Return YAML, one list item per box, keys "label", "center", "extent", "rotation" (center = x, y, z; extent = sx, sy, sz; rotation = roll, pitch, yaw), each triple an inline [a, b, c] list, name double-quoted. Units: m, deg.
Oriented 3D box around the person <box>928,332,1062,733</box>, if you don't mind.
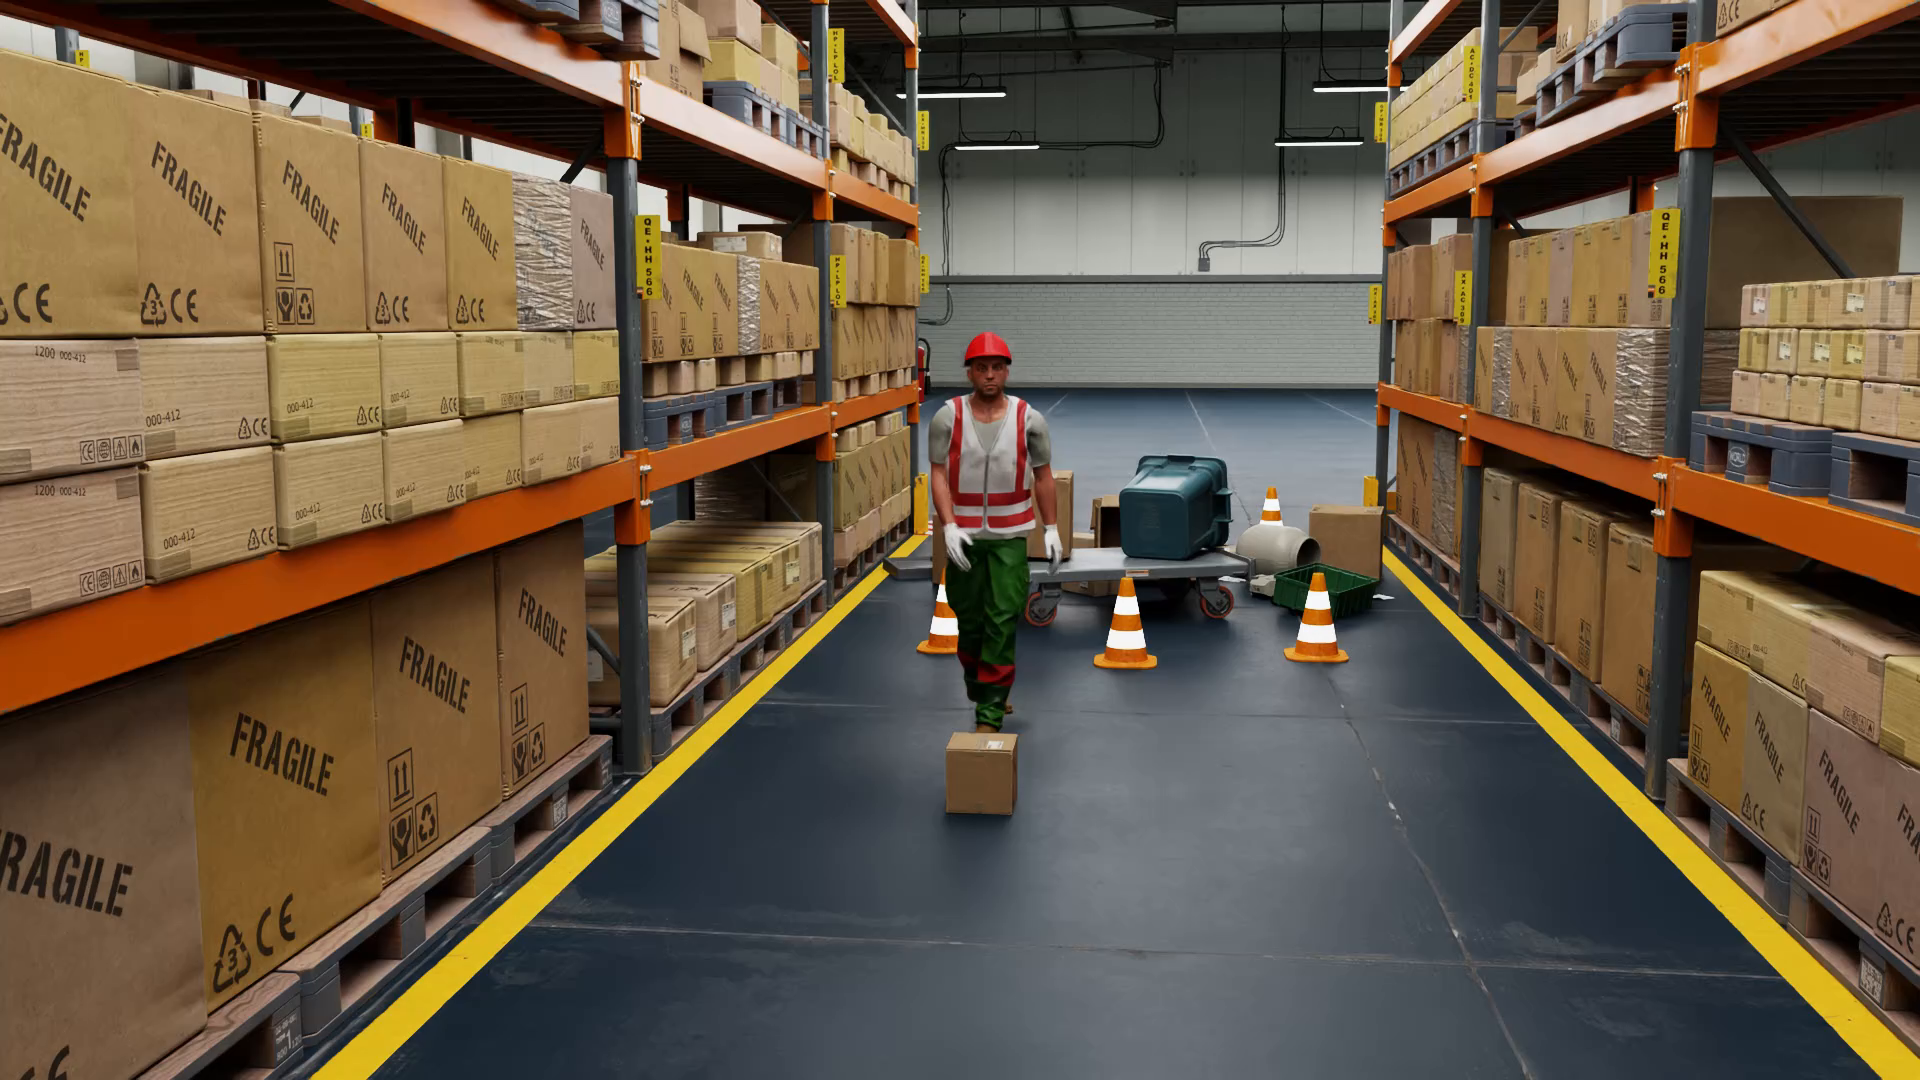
- label: "person"
  center: [0.157, -0.013, 7.289]
  extent: [0.580, 1.784, 0.760]
  rotation: [1, 8, 5]
